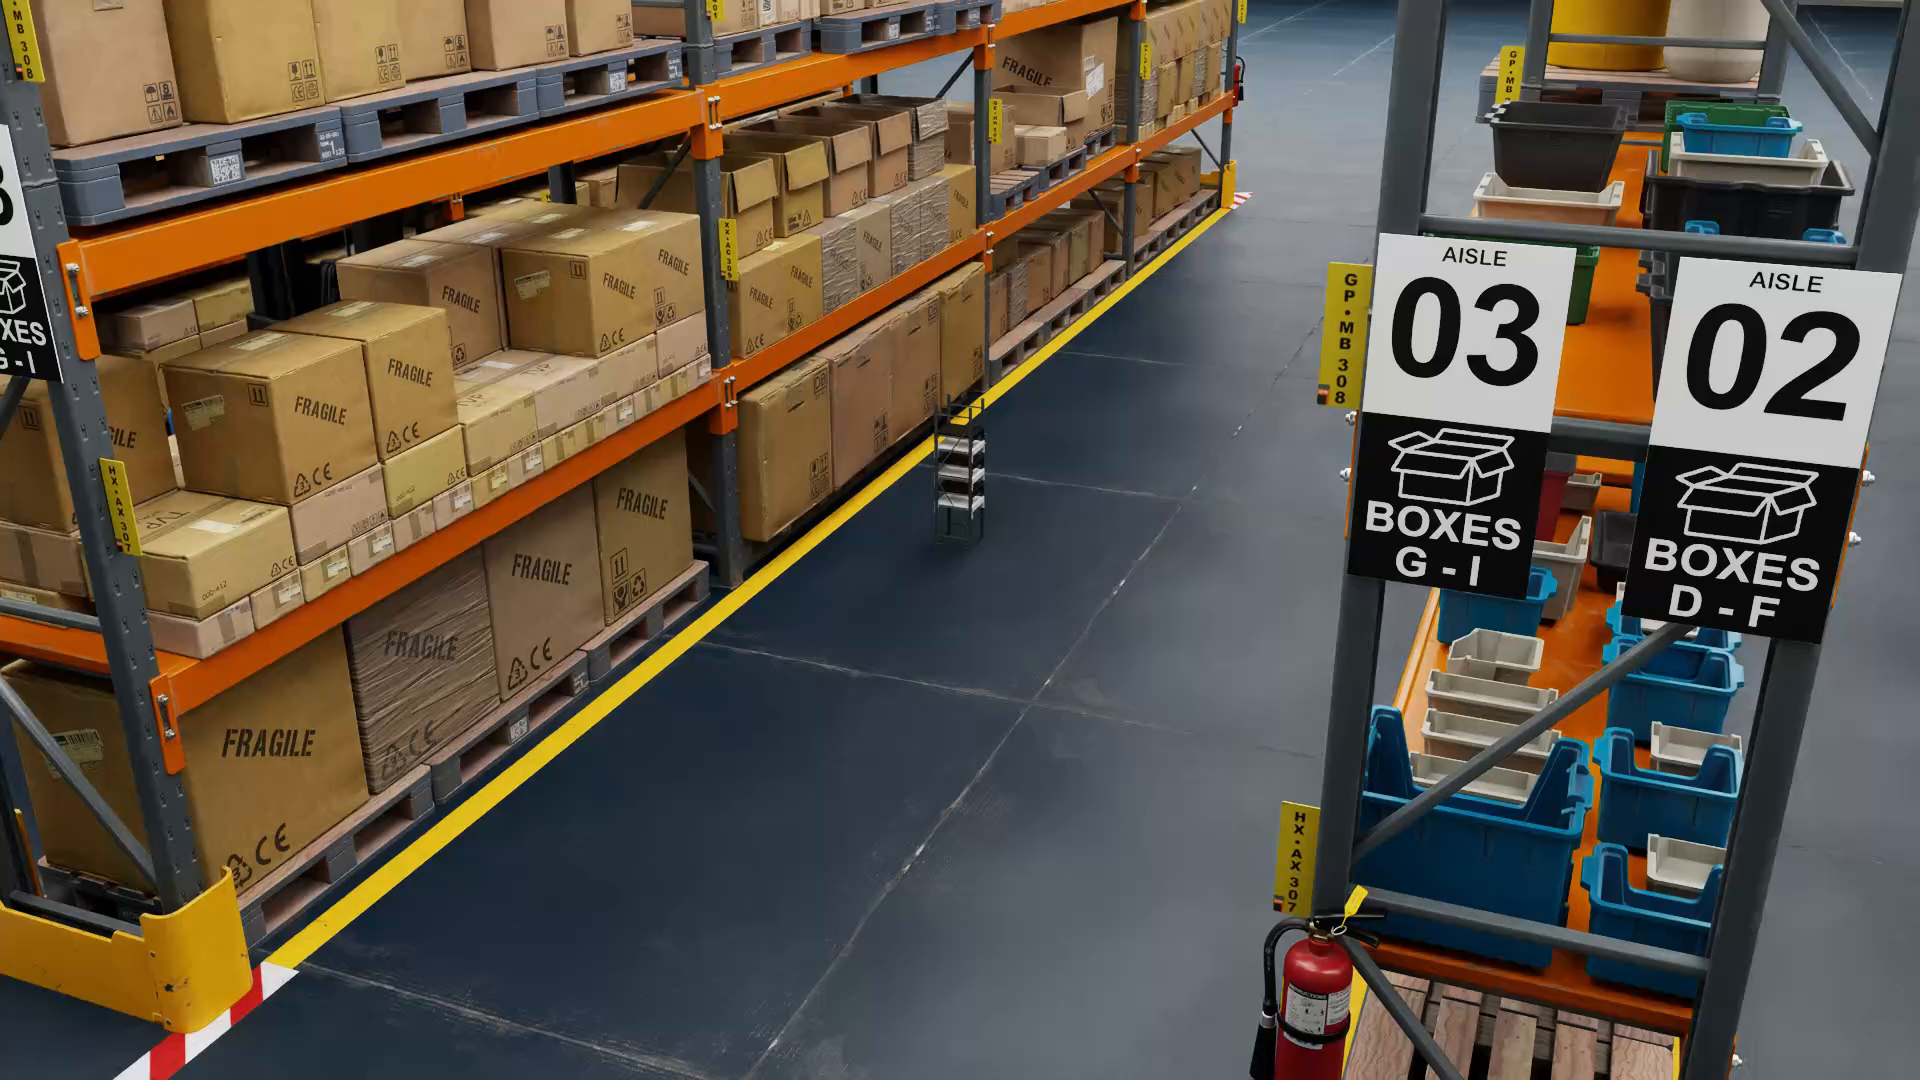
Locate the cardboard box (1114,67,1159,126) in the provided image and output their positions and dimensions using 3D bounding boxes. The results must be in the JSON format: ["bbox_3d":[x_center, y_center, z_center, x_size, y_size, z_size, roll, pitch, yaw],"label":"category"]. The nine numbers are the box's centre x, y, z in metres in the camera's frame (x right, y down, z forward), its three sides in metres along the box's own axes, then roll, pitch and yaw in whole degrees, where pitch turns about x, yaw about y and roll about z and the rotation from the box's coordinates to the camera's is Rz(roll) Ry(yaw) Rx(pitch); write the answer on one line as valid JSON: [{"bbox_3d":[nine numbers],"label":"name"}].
[{"bbox_3d":[1.453,-4.380,16.328,0.875,0.500,0.500,9,24,20],"label":"cardboard box"}]

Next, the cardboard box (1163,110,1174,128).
[{"bbox_3d":[1.975,-4.318,17.021,0.380,0.149,0.250,9,24,20],"label":"cardboard box"}]

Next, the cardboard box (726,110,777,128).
[{"bbox_3d":[-2.709,-4.542,19.444,0.875,0.875,0.875,9,24,20],"label":"cardboard box"}]

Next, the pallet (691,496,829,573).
[{"bbox_3d":[-1.527,-0.182,10.411,1.003,0.211,1.213,9,24,20],"label":"pallet"}]

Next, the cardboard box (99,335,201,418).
[{"bbox_3d":[-5.790,-1.195,11.916,0.500,0.500,0.500,10,25,22],"label":"cardboard box"}]

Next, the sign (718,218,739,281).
[{"bbox_3d":[-1.227,-1.539,8.816,0.100,0.325,0.005,9,24,20],"label":"sign"}]

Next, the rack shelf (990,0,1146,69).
[{"bbox_3d":[0.486,-4.381,13.888,1.077,0.370,4.000,9,24,20],"label":"rack shelf"}]

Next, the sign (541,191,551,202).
[{"bbox_3d":[-2.251,-1.753,9.157,0.100,0.325,0.005,9,24,20],"label":"sign"}]

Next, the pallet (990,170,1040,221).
[{"bbox_3d":[-0.092,-2.795,13.298,1.213,0.211,1.003,9,24,20],"label":"pallet"}]

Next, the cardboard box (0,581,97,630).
[{"bbox_3d":[-3.402,0.191,6.226,0.380,0.149,0.250,9,24,21],"label":"cardboard box"}]

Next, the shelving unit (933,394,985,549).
[{"bbox_3d":[-0.003,-0.412,10.070,0.258,0.900,0.210,9,24,20],"label":"shelving unit"}]

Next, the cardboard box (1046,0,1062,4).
[{"bbox_3d":[0.527,-4.429,13.263,0.500,0.250,0.500,9,24,21],"label":"cardboard box"}]

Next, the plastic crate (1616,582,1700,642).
[{"bbox_3d":[2.488,0.288,5.934,0.293,0.136,0.466,9,24,20],"label":"plastic crate"}]

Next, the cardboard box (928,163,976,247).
[{"bbox_3d":[-0.211,-2.447,12.087,0.500,0.500,0.500,10,25,22],"label":"cardboard box"}]

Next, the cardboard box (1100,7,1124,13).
[{"bbox_3d":[1.325,-5.069,16.680,0.500,0.500,0.500,9,24,20],"label":"cardboard box"}]

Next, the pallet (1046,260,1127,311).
[{"bbox_3d":[0.941,-2.479,15.911,1.003,0.211,1.213,9,24,20],"label":"pallet"}]

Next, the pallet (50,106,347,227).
[{"bbox_3d":[-2.963,-1.360,5.838,1.003,0.211,1.213,9,24,20],"label":"pallet"}]

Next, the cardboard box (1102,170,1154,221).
[{"bbox_3d":[1.778,-3.662,17.823,0.500,0.500,0.500,7,24,15],"label":"cardboard box"}]

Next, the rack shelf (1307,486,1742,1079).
[{"bbox_3d":[2.113,0.575,5.914,1.077,0.370,4.000,9,24,20],"label":"rack shelf"}]

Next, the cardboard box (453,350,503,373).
[{"bbox_3d":[-2.537,-0.755,7.976,0.500,0.250,0.500,9,24,21],"label":"cardboard box"}]

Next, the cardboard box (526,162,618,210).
[{"bbox_3d":[-3.848,-3.367,16.792,1.050,0.750,0.750,9,24,20],"label":"cardboard box"}]

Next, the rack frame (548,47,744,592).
[{"bbox_3d":[-1.743,-1.182,9.187,1.000,3.000,0.127,9,24,20],"label":"rack frame"}]

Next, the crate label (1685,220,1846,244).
[{"bbox_3d":[2.012,-0.640,4.193,0.408,0.251,0.502,9,24,20],"label":"crate label"}]

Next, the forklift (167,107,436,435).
[{"bbox_3d":[-3.576,-1.614,10.311,1.130,2.935,3.031,6,23,14],"label":"forklift"}]

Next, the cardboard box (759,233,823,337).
[{"bbox_3d":[-1.154,-1.537,9.907,0.500,0.500,0.500,9,24,20],"label":"cardboard box"}]

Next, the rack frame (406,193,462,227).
[{"bbox_3d":[-4.825,-3.359,14.400,1.000,3.000,0.127,9,24,20],"label":"rack frame"}]

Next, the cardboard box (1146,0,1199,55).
[{"bbox_3d":[2.178,-5.352,17.359,0.500,0.500,0.500,9,24,20],"label":"cardboard box"}]

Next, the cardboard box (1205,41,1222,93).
[{"bbox_3d":[2.410,-5.270,18.460,0.875,0.500,0.500,9,24,20],"label":"cardboard box"}]

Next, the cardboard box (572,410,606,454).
[{"bbox_3d":[-1.934,-0.541,7.980,0.380,0.149,0.250,9,24,21],"label":"cardboard box"}]

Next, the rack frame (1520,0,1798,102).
[{"bbox_3d":[2.855,-3.241,6.333,1.000,3.000,0.127,9,24,20],"label":"rack frame"}]

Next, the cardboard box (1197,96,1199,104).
[{"bbox_3d":[2.423,-4.871,18.346,0.380,0.149,0.250,9,24,20],"label":"cardboard box"}]

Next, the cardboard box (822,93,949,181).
[{"bbox_3d":[-0.544,-2.863,11.780,0.797,0.503,0.637,10,25,22],"label":"cardboard box"}]

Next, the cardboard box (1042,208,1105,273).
[{"bbox_3d":[0.980,-2.877,15.919,0.700,0.500,0.500,7,24,16],"label":"cardboard box"}]

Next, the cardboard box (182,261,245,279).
[{"bbox_3d":[-5.882,-1.990,12.848,0.500,0.250,0.500,8,24,18],"label":"cardboard box"}]

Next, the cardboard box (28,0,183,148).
[{"bbox_3d":[-3.086,-1.614,5.526,0.700,0.500,0.500,7,24,17],"label":"cardboard box"}]

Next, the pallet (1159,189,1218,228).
[{"bbox_3d":[2.351,-3.876,19.256,1.003,0.211,1.213,9,24,20],"label":"pallet"}]

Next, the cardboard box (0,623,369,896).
[{"bbox_3d":[-3.066,0.796,6.664,0.875,0.875,0.875,9,24,20],"label":"cardboard box"}]

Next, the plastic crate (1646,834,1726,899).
[{"bbox_3d":[1.963,0.909,4.447,0.250,0.136,0.298,9,24,20],"label":"plastic crate"}]

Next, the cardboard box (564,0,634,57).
[{"bbox_3d":[-1.978,-2.563,7.798,0.700,0.500,0.500,7,24,17],"label":"cardboard box"}]

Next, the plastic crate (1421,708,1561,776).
[{"bbox_3d":[1.626,0.634,5.106,0.396,0.136,0.243,9,24,20],"label":"plastic crate"}]

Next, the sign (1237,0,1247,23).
[{"bbox_3d":[3.222,-6.069,18.976,0.100,0.325,0.005,9,24,20],"label":"sign"}]

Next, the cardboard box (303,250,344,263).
[{"bbox_3d":[-5.216,-2.101,13.114,0.500,0.250,0.500,9,24,21],"label":"cardboard box"}]

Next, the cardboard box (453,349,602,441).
[{"bbox_3d":[-2.043,-0.686,7.809,0.500,0.250,0.500,9,24,21],"label":"cardboard box"}]

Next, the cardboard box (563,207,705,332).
[{"bbox_3d":[-1.666,-1.393,8.528,0.500,0.500,0.500,10,24,22],"label":"cardboard box"}]

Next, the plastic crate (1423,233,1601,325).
[{"bbox_3d":[1.471,-0.721,4.468,0.450,0.188,0.336,9,24,20],"label":"plastic crate"}]

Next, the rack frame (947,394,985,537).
[{"bbox_3d":[0.035,-0.449,10.157,0.240,0.900,0.006,9,24,20],"label":"rack frame"}]

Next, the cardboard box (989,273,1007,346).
[{"bbox_3d":[-0.027,-1.905,13.592,0.700,0.500,0.500,7,24,17],"label":"cardboard box"}]

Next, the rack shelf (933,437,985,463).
[{"bbox_3d":[-0.003,-0.548,10.013,0.258,0.077,0.200,9,24,20],"label":"rack shelf"}]

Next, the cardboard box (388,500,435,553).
[{"bbox_3d":[-2.411,-0.082,6.880,0.380,0.149,0.250,8,24,19],"label":"cardboard box"}]

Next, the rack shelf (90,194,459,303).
[{"bbox_3d":[-5.568,-2.312,12.826,1.077,0.370,4.000,9,24,20],"label":"rack shelf"}]

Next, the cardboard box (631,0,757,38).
[{"bbox_3d":[-1.537,-3.015,9.009,0.700,0.500,0.500,9,24,21],"label":"cardboard box"}]

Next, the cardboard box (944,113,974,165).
[{"bbox_3d":[-0.094,-3.052,12.990,0.500,0.500,0.500,6,23,14],"label":"cardboard box"}]

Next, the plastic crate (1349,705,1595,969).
[{"bbox_3d":[1.321,0.768,4.395,0.616,0.435,0.499,9,24,20],"label":"plastic crate"}]
